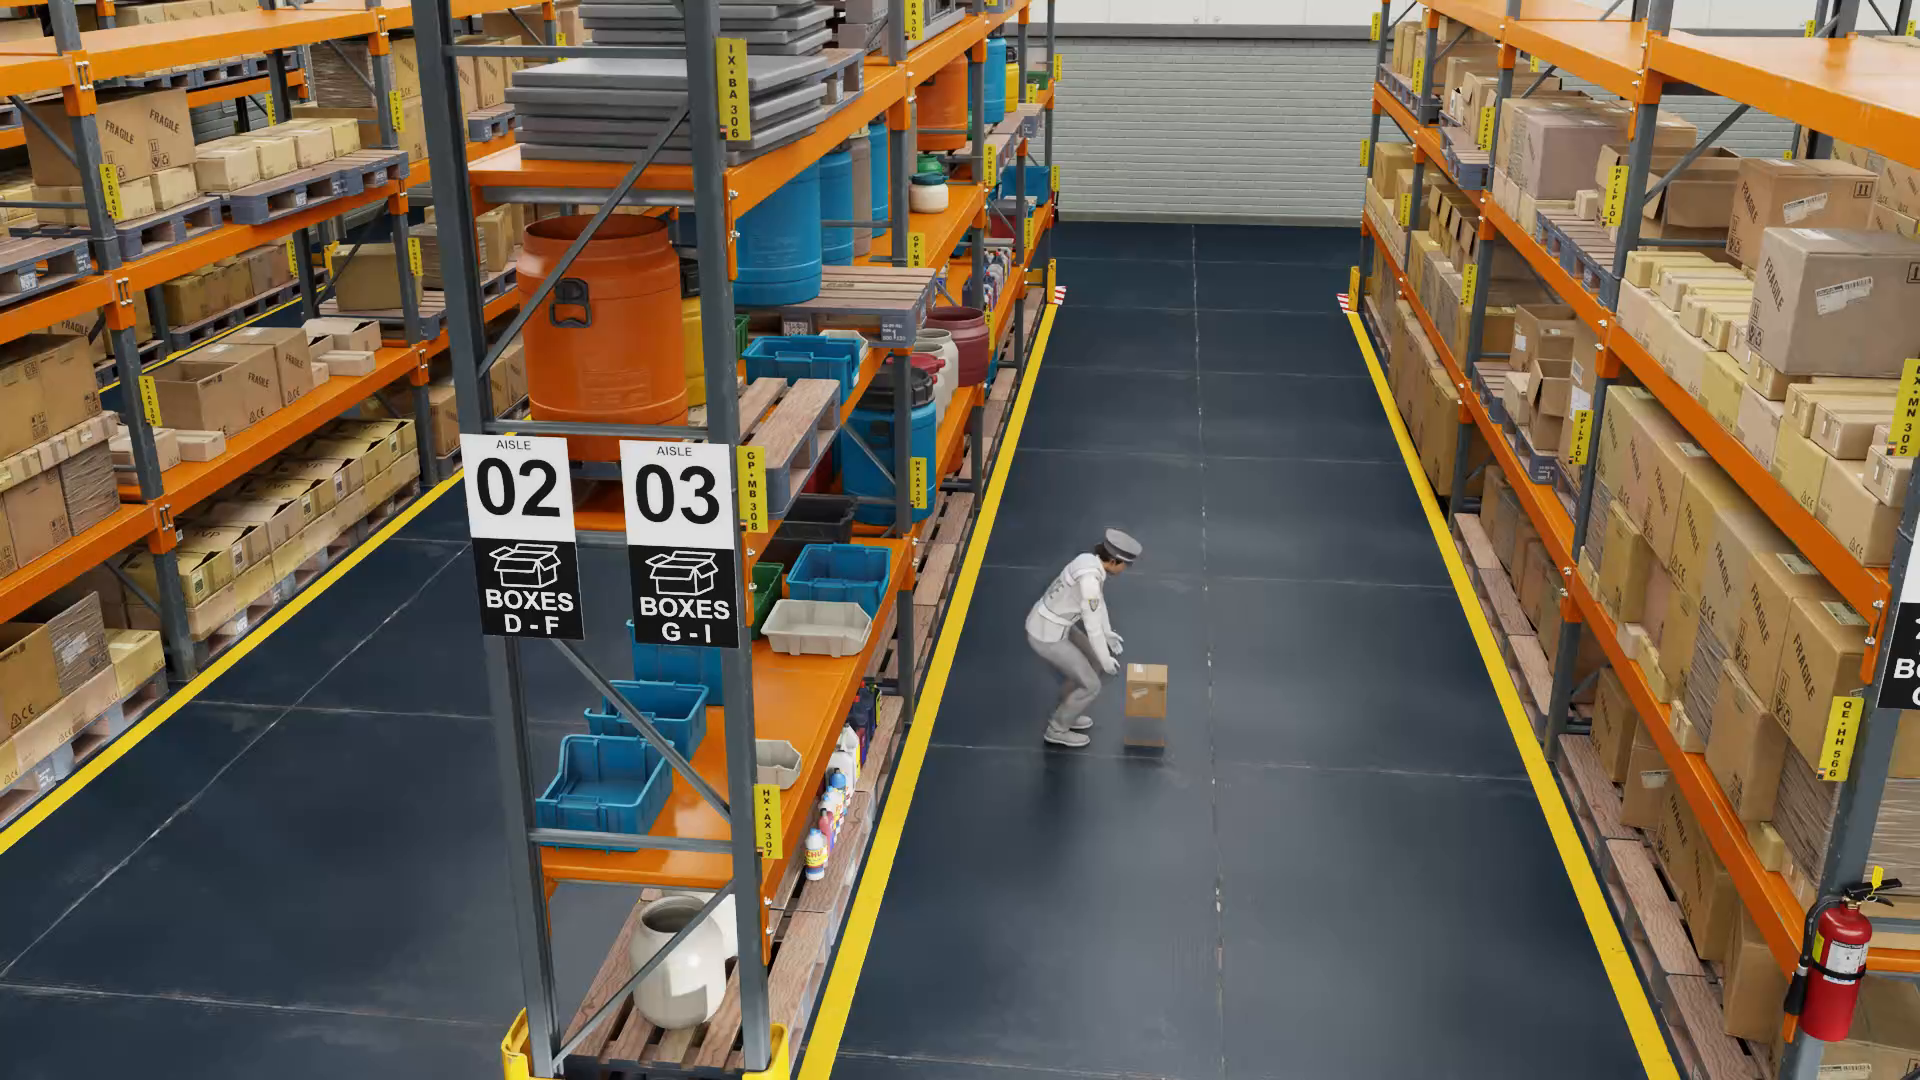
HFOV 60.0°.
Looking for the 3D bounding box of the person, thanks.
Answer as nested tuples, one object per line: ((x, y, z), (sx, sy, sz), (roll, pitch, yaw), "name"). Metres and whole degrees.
((0.762, 0.588, 10.380), (0.708, 1.376, 0.535), (3, 21, 7), "person")
